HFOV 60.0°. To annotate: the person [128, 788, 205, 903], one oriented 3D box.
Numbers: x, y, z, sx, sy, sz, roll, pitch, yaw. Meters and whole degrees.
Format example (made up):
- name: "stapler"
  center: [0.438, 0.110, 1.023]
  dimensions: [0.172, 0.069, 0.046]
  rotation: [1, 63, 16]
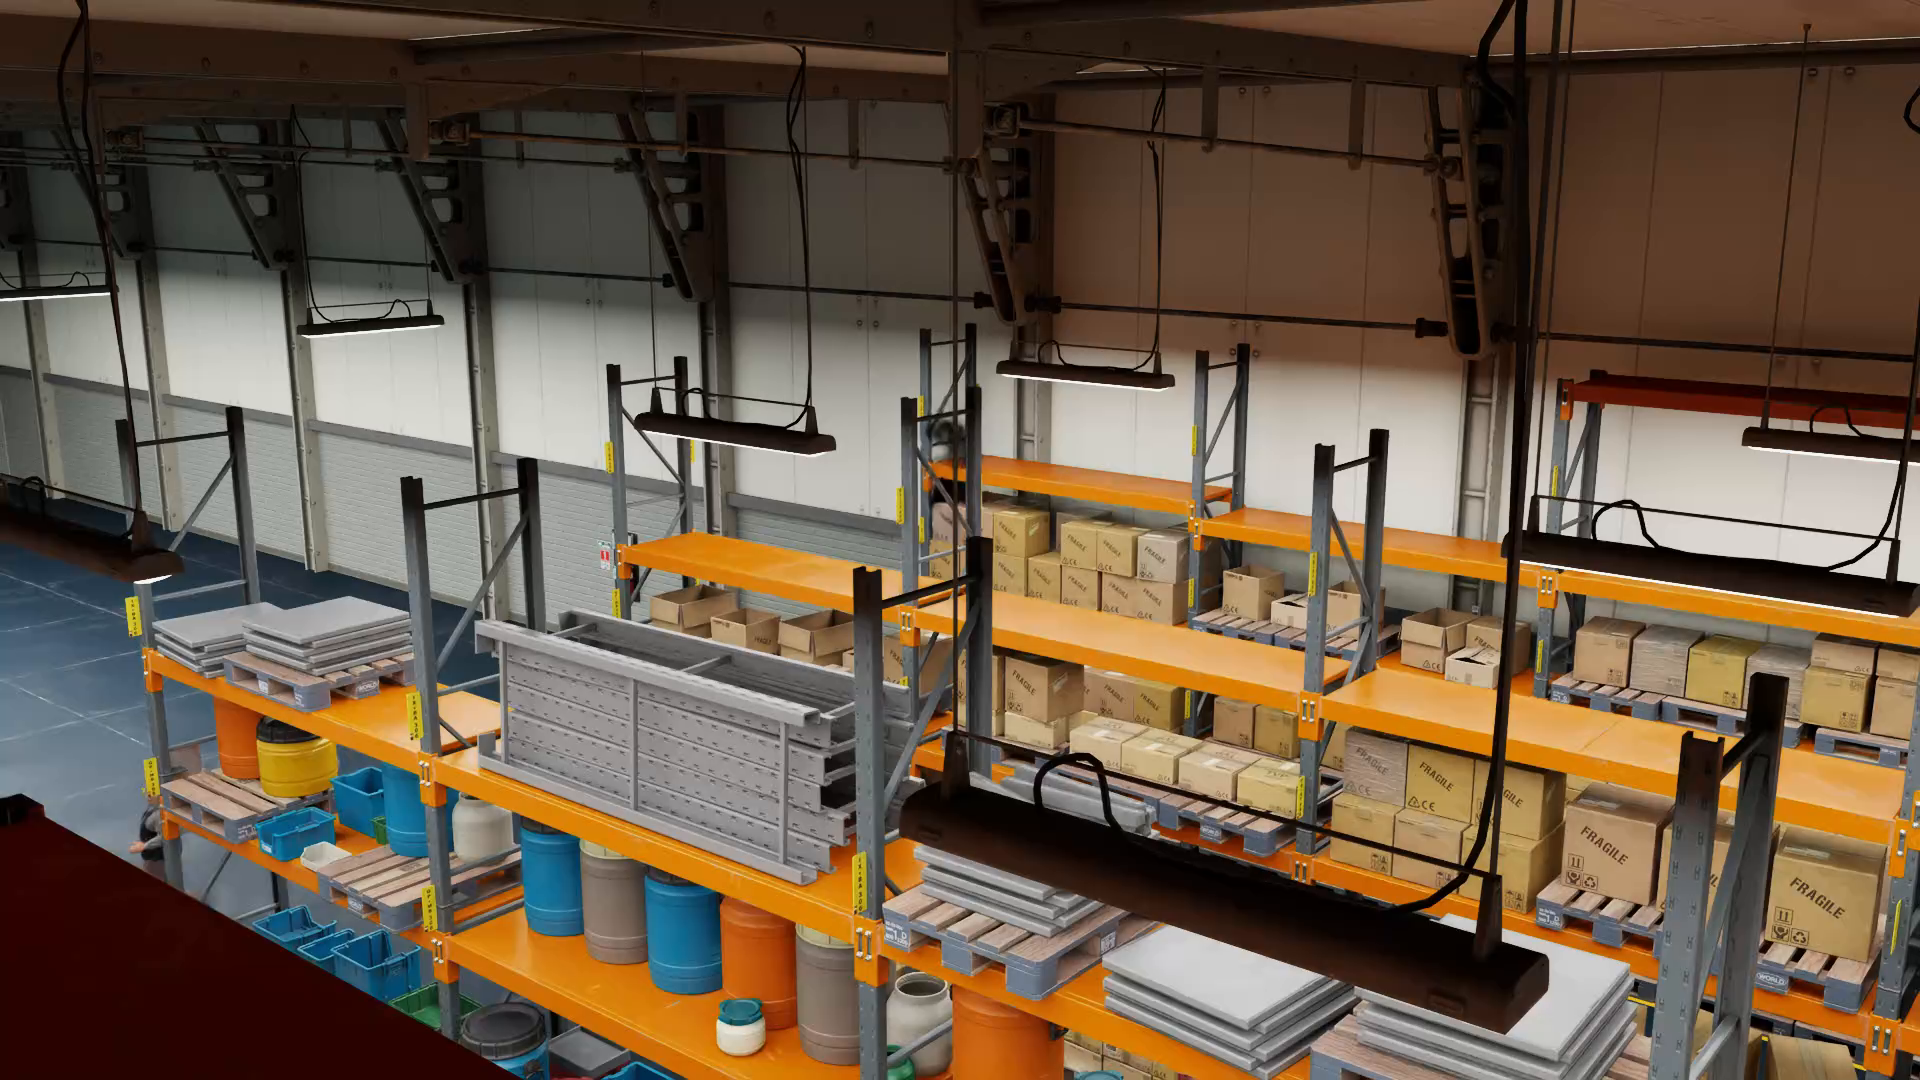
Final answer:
- name: "person"
  center: [-8.460, 3.340, 17.669]
  dimensions: [0.704, 1.678, 0.663]
  rotation: [-5, 14, -21]
